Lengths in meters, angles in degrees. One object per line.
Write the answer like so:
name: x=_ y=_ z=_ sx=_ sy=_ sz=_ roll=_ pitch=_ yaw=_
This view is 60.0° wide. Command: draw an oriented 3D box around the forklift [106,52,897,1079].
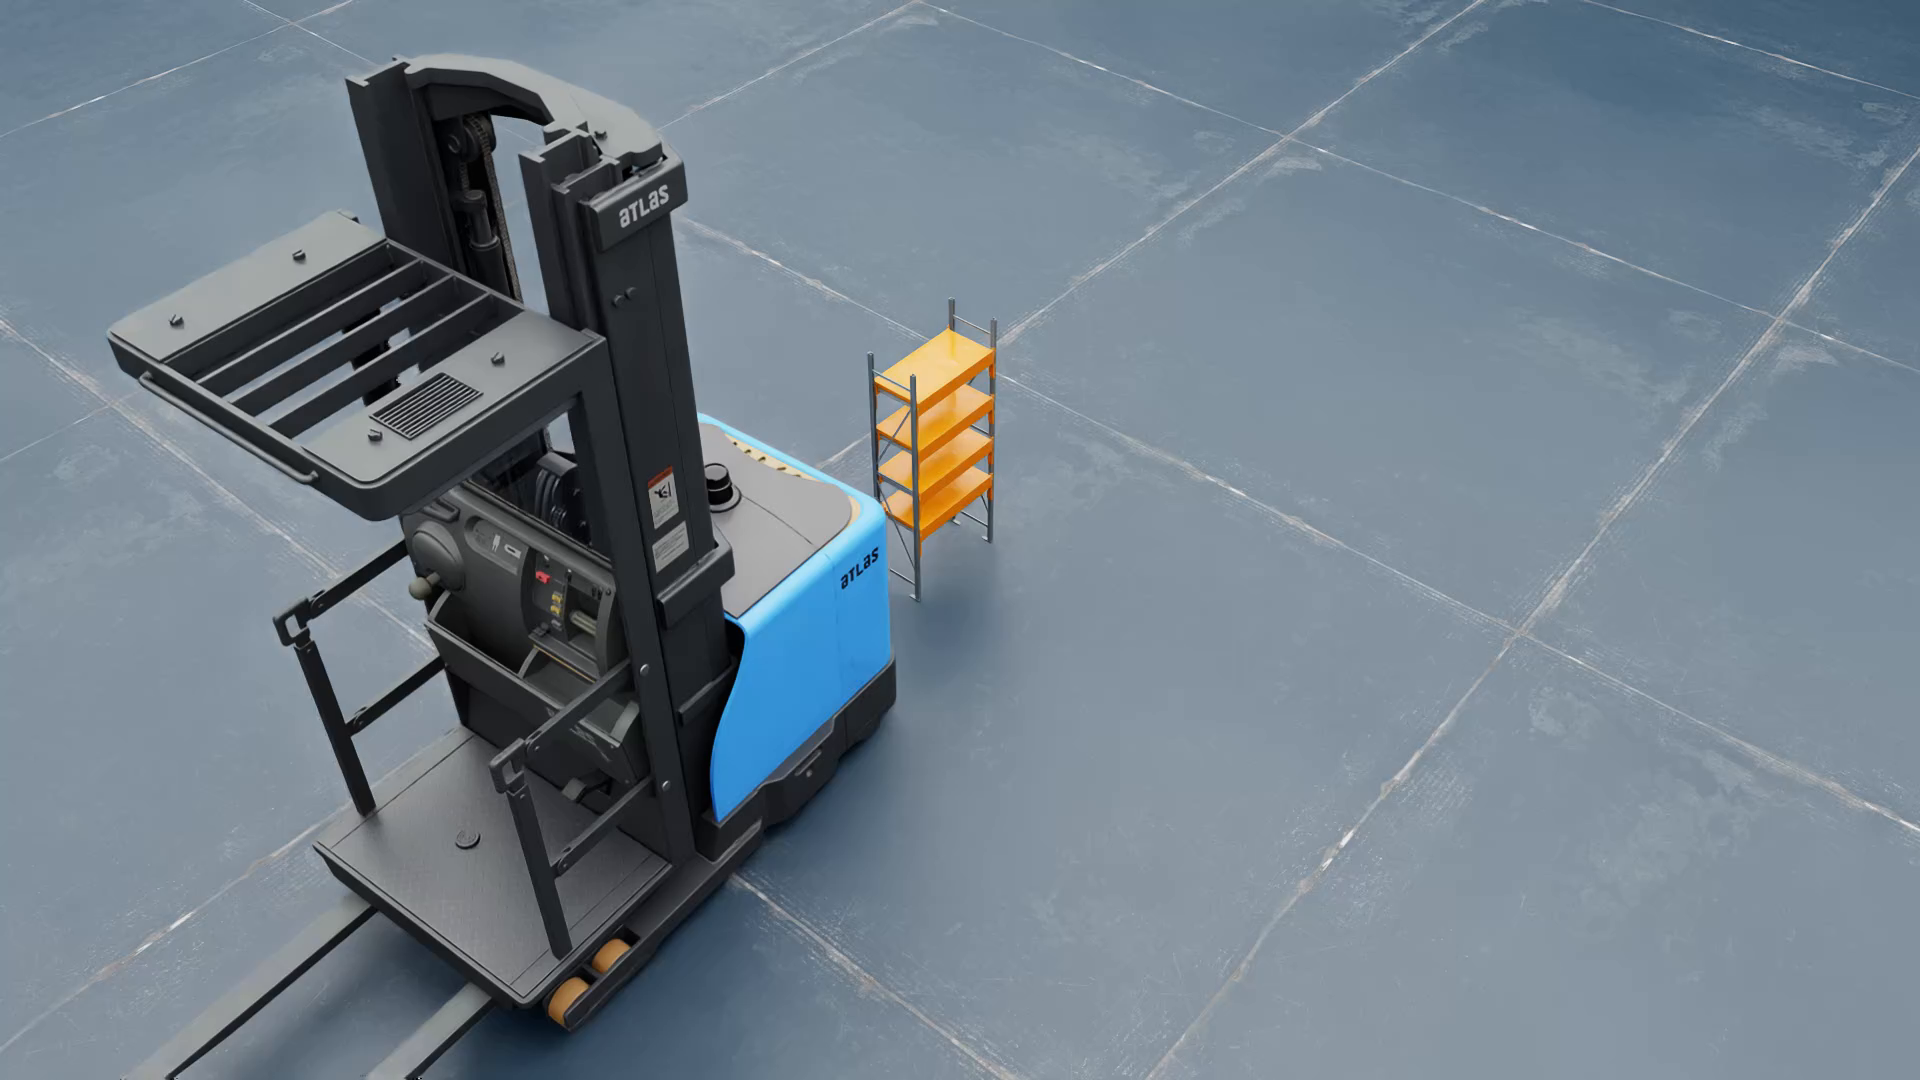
forklift: x=-1.534 y=0.184 z=5.051 sx=1.130 sy=2.935 sz=3.031 roll=27 pitch=49 yaw=26

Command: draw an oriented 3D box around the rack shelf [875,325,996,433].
rack shelf: x=-0.107 y=-0.649 z=6.671 sx=0.258 sy=0.148 sz=0.480 roll=29 pitch=50 yaw=28

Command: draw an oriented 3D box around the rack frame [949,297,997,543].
rack frame: x=0.051 y=-0.484 z=7.073 sx=0.240 sy=1.200 sz=0.015 roll=29 pitch=50 yaw=28

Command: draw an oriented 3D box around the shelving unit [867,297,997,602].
shelving unit: x=-0.107 y=-0.359 z=6.935 sx=0.258 sy=1.200 sz=0.503 roll=29 pitch=50 yaw=28

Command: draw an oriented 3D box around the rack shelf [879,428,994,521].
rack shelf: x=-0.107 y=-0.309 z=6.980 sx=0.258 sy=0.148 sz=0.480 roll=29 pitch=50 yaw=28

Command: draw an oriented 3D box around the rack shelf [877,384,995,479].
rack shelf: x=-0.107 y=-0.474 z=6.830 sx=0.258 sy=0.148 sz=0.480 roll=29 pitch=50 yaw=28

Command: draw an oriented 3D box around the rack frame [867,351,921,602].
rack frame: x=-0.264 y=-0.233 z=6.797 sx=0.240 sy=1.200 sz=0.015 roll=29 pitch=50 yaw=28

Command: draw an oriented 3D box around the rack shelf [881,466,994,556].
rack shelf: x=-0.107 y=-0.162 z=7.114 sx=0.258 sy=0.148 sz=0.480 roll=29 pitch=50 yaw=28
